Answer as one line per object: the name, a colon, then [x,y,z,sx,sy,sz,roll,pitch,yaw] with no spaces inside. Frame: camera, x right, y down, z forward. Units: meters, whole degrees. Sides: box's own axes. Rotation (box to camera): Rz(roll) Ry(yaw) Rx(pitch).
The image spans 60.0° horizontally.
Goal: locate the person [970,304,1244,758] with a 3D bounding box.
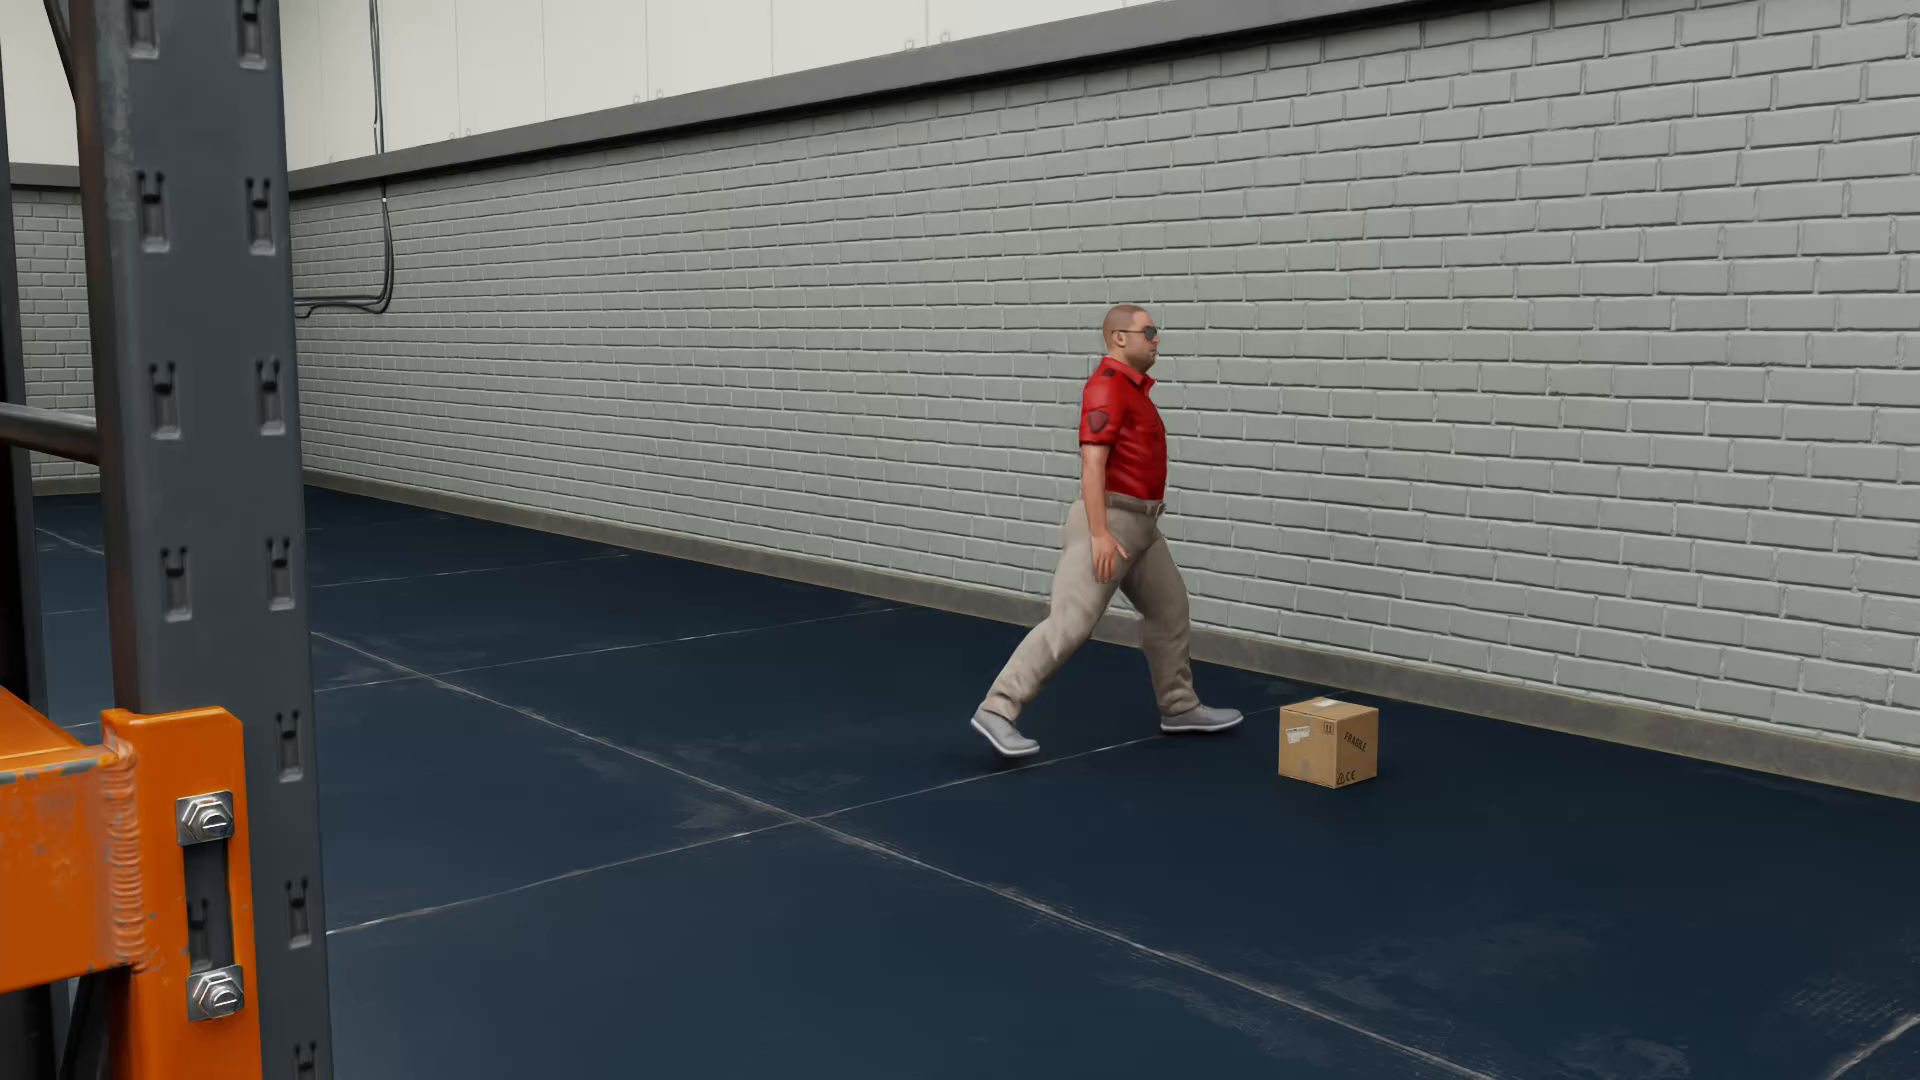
person: [0.564,-0.040,6.251,0.901,1.677,0.914,3,8,19]
